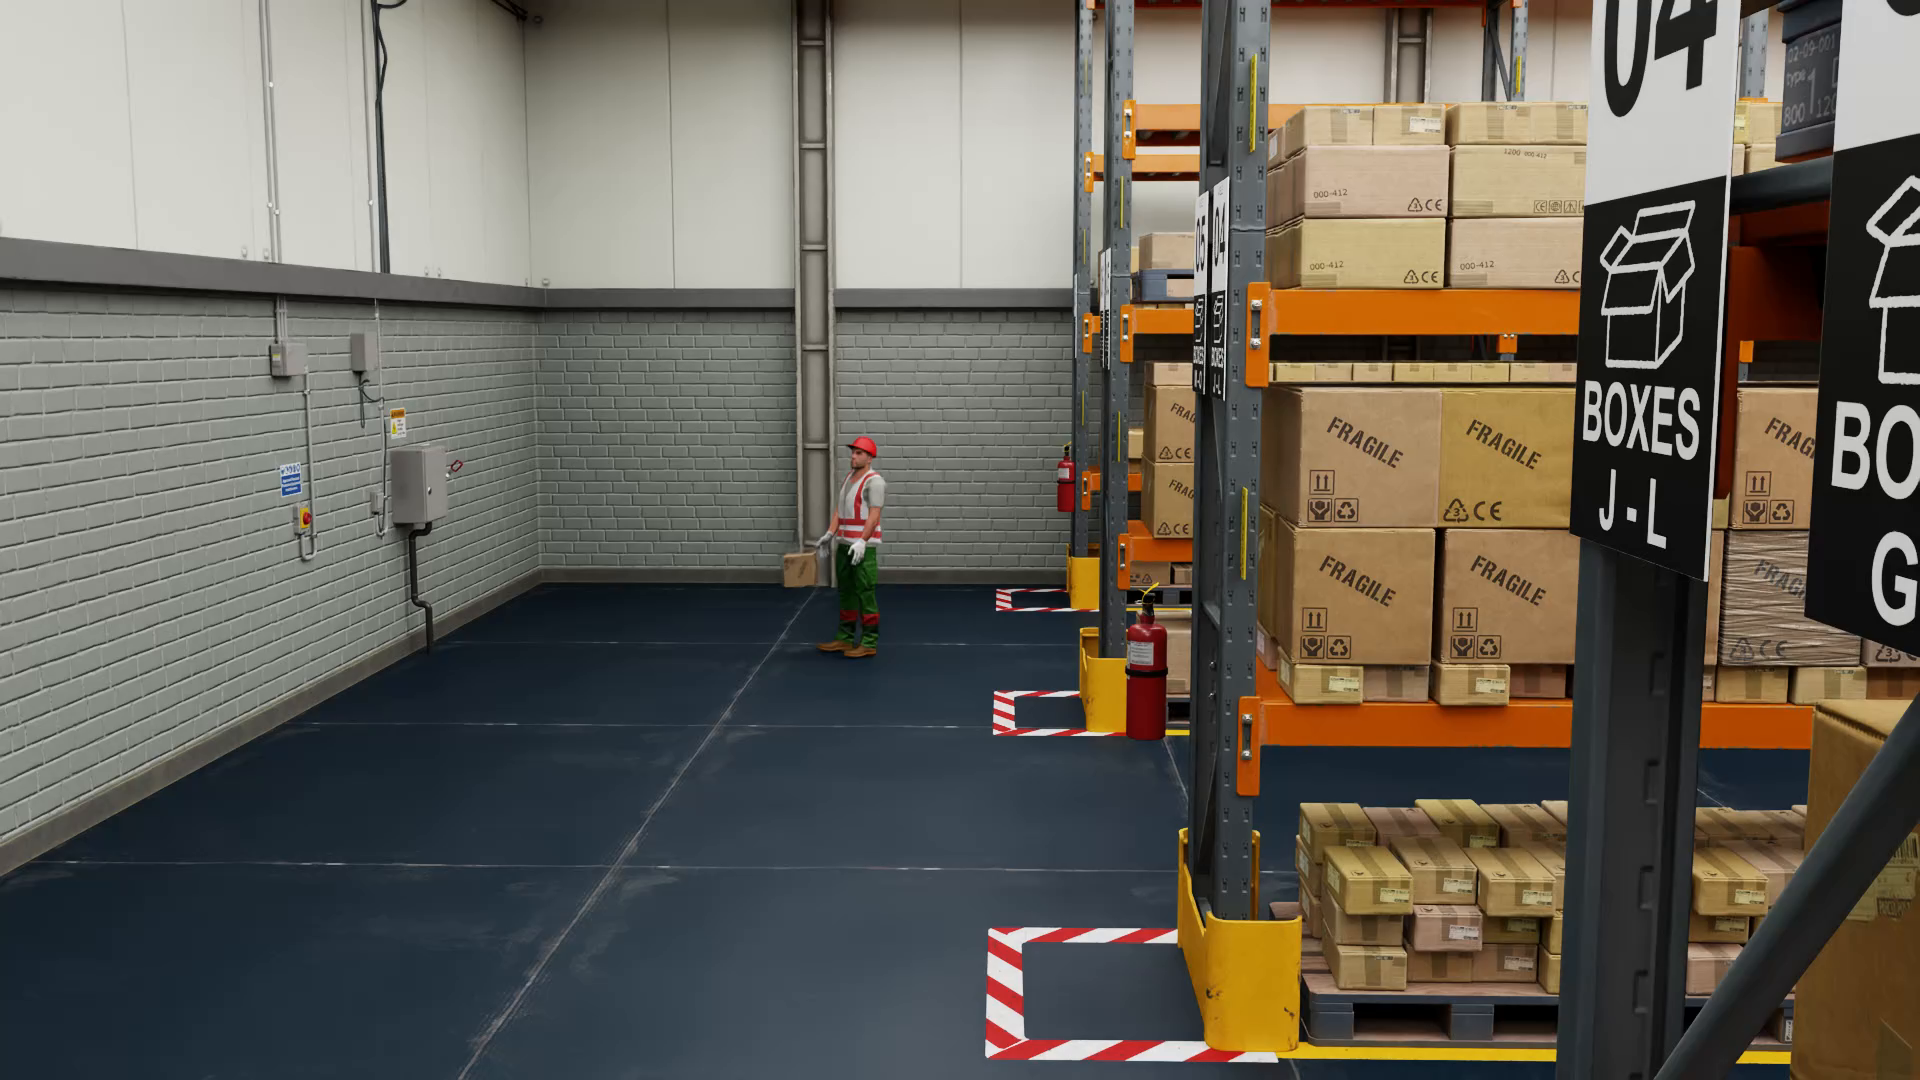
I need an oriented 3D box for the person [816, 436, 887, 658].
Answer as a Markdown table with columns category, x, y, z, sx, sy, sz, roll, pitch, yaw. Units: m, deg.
| category | x | y | z | sx | sy | sz | roll | pitch | yaw |
| --- | --- | --- | --- | --- | --- | --- | --- | --- | --- |
| person | -0.886 | 0.051 | 13.632 | 0.450 | 1.795 | 0.586 | -5 | 9 | -36 |
